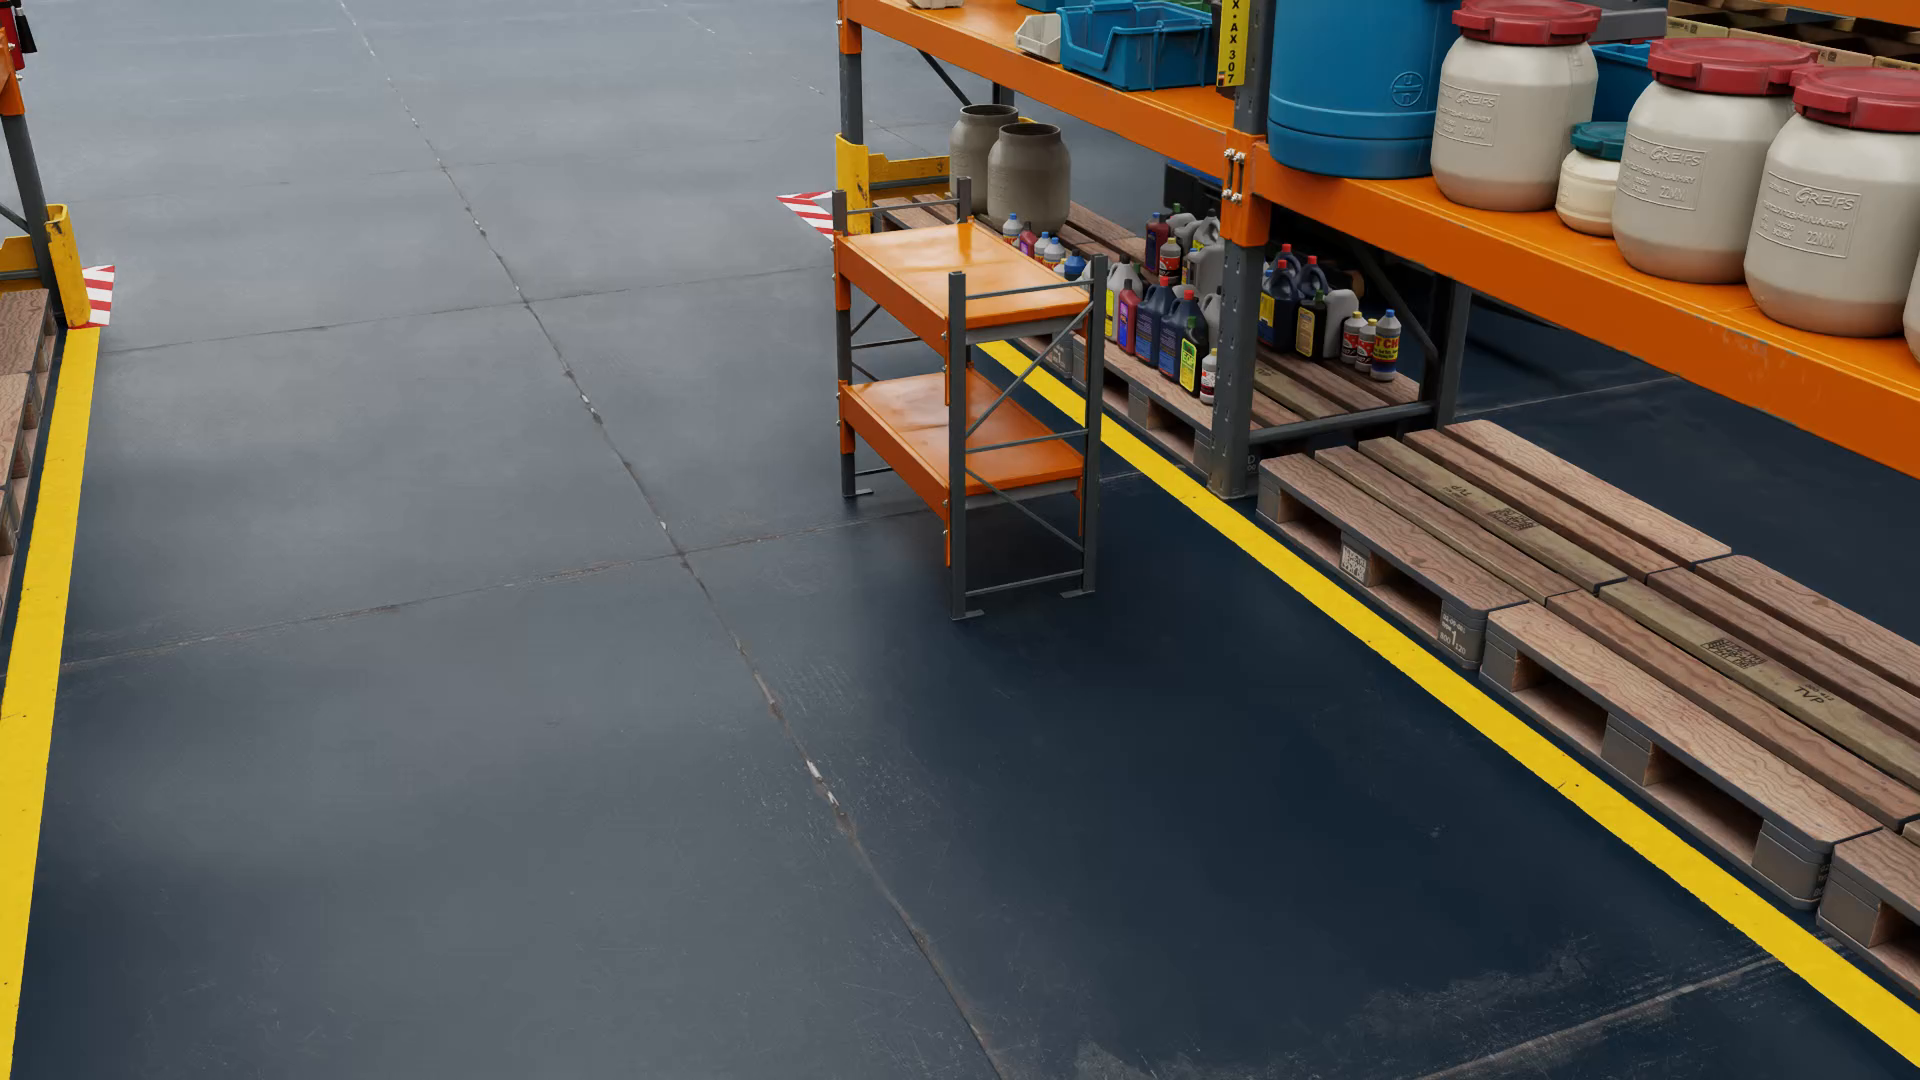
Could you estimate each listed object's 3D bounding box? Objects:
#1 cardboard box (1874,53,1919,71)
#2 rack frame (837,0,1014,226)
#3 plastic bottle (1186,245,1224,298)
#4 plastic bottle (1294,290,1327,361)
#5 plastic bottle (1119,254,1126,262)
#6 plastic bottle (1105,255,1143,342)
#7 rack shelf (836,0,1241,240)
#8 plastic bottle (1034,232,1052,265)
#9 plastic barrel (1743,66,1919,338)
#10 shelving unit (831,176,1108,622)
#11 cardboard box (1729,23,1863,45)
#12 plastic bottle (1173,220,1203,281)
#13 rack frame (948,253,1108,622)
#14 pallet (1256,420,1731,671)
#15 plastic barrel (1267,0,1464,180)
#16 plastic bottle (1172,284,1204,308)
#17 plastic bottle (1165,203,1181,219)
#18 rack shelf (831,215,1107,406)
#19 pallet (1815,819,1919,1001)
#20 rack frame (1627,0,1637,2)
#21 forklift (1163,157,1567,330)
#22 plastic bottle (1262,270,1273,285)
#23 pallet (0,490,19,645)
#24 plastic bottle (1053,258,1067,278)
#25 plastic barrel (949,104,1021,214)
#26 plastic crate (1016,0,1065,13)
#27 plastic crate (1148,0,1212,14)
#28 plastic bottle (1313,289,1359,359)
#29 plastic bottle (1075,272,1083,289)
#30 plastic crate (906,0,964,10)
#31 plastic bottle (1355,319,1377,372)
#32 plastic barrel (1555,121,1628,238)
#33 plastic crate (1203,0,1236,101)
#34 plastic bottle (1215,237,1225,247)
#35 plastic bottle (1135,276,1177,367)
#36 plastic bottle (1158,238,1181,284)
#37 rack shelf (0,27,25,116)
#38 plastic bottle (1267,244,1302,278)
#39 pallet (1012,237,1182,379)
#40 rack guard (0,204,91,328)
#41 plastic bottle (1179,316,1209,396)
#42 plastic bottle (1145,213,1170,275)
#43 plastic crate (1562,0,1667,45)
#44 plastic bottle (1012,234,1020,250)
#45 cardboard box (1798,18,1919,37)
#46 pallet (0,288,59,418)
[{"bbox_3d":[5.184,-2.287,8.816,0.500,0.500,0.500,-11,28,-21],"label":"cardboard box"},{"bbox_3d":[-0.175,-3.208,8.901,1.000,3.000,0.127,-11,28,-21],"label":"rack frame"},{"bbox_3d":[1.091,-1.176,7.343,0.152,0.276,0.135,-11,28,-21],"label":"plastic bottle"},{"bbox_3d":[1.421,-0.881,6.731,0.061,0.283,0.133,-11,28,-21],"label":"plastic bottle"},{"bbox_3d":[0.710,-1.073,7.124,0.061,0.283,0.133,-11,28,-21],"label":"plastic bottle"},{"bbox_3d":[0.673,-1.019,6.935,0.144,0.351,0.185,-11,28,-21],"label":"plastic bottle"},{"bbox_3d":[0.609,-2.077,7.405,1.077,0.370,4.000,-11,28,-21],"label":"rack shelf"},{"bbox_3d":[0.383,-1.256,7.511,0.097,0.271,0.097,0,26,0],"label":"plastic bottle"},{"bbox_3d":[2.021,-0.759,3.731,0.433,0.535,0.433,0,26,0],"label":"plastic barrel"},{"bbox_3d":[0.003,-0.503,5.498,0.538,1.125,1.048,-11,28,-21],"label":"shelving unit"},{"bbox_3d":[4.795,-2.692,9.644,0.500,0.500,0.500,-11,28,-21],"label":"cardboard box"},{"bbox_3d":[1.076,-1.353,7.705,0.152,0.276,0.135,-11,28,-22],"label":"plastic bottle"},{"bbox_3d":[0.202,-0.298,5.077,0.500,1.125,0.032,-11,28,-21],"label":"rack frame"},{"bbox_3d":[1.735,-0.029,5.570,1.003,0.211,1.213,-11,28,-21],"label":"pallet"},{"bbox_3d":[1.264,-1.610,5.058,0.600,0.901,0.708,-11,28,-21],"label":"plastic barrel"},{"bbox_3d":[0.926,-0.890,6.757,0.152,0.276,0.135,-11,28,-21],"label":"plastic bottle"},{"bbox_3d":[1.010,-1.475,7.946,0.061,0.283,0.133,-10,28,-19],"label":"plastic bottle"},{"bbox_3d":[0.003,-0.766,5.369,0.538,0.278,1.000,-11,28,-21],"label":"rack shelf"},{"bbox_3d":[2.691,0.956,3.552,1.003,0.211,1.213,-11,28,-21],"label":"pallet"},{"bbox_3d":[4.384,-4.057,10.641,1.000,3.000,0.127,-11,28,-21],"label":"rack frame"},{"bbox_3d":[2.232,-2.684,7.906,1.130,2.935,3.031,-11,28,-22],"label":"forklift"},{"bbox_3d":[1.290,-1.000,6.987,0.097,0.271,0.097,0,26,0],"label":"plastic bottle"},{"bbox_3d":[-3.461,0.246,5.005,1.003,0.211,1.213,-11,28,-21],"label":"pallet"},{"bbox_3d":[0.461,-1.144,7.362,0.097,0.201,0.097,0,26,0],"label":"plastic bottle"},{"bbox_3d":[0.153,-2.026,8.837,0.421,0.512,0.421,0,26,0],"label":"plastic barrel"},{"bbox_3d":[0.546,-2.727,8.086,0.499,0.251,0.408,-11,28,-21],"label":"plastic crate"},{"bbox_3d":[1.120,-2.094,6.862,0.450,0.188,0.662,-11,28,-21],"label":"plastic crate"},{"bbox_3d":[1.519,-0.896,6.770,0.152,0.276,0.135,-10,28,-19],"label":"plastic bottle"},{"bbox_3d":[0.541,-1.061,7.192,0.097,0.201,0.097,0,26,0],"label":"plastic bottle"},{"bbox_3d":[-0.120,-2.673,8.106,0.298,0.136,0.250,-11,28,-21],"label":"plastic crate"},{"bbox_3d":[1.631,-0.778,6.613,0.097,0.201,0.097,0,26,0],"label":"plastic bottle"},{"bbox_3d":[1.769,-0.970,4.476,0.301,0.262,0.301,0,26,0],"label":"plastic barrel"},{"bbox_3d":[1.304,-1.798,6.085,0.767,0.338,0.504,-11,28,-21],"label":"plastic crate"},{"bbox_3d":[1.217,-1.245,7.399,0.144,0.351,0.185,-11,28,-21],"label":"plastic bottle"},{"bbox_3d":[0.799,-0.888,6.668,0.144,0.351,0.185,-12,29,-23],"label":"plastic bottle"},{"bbox_3d":[0.968,-1.290,7.662,0.097,0.201,0.097,0,26,0],"label":"plastic bottle"},{"bbox_3d":[-3.949,-1.226,5.662,1.077,0.370,4.000,-11,28,-21],"label":"rack shelf"},{"bbox_3d":[1.384,-1.074,7.048,0.144,0.351,0.185,-12,28,-23],"label":"plastic bottle"},{"bbox_3d":[0.686,-1.111,7.786,1.003,0.211,1.213,-11,28,-21],"label":"pallet"},{"bbox_3d":[-4.702,-1.203,7.644,1.175,0.500,0.348,-11,28,-21],"label":"rack guard"},{"bbox_3d":[0.900,-0.708,6.375,0.061,0.283,0.133,-9,27,-18],"label":"plastic bottle"},{"bbox_3d":[0.924,-1.394,7.780,0.061,0.283,0.133,-11,28,-21],"label":"plastic bottle"},{"bbox_3d":[1.863,-1.479,5.287,0.402,0.464,0.583,-11,28,-21],"label":"plastic crate"},{"bbox_3d":[0.289,-1.321,7.724,0.097,0.201,0.097,0,26,0],"label":"plastic bottle"},{"bbox_3d":[5.273,-2.781,9.827,0.500,0.500,0.500,-11,28,-21],"label":"cardboard box"},{"bbox_3d":[-4.417,-0.739,7.023,1.003,0.211,1.213,-11,28,-21],"label":"pallet"}]
